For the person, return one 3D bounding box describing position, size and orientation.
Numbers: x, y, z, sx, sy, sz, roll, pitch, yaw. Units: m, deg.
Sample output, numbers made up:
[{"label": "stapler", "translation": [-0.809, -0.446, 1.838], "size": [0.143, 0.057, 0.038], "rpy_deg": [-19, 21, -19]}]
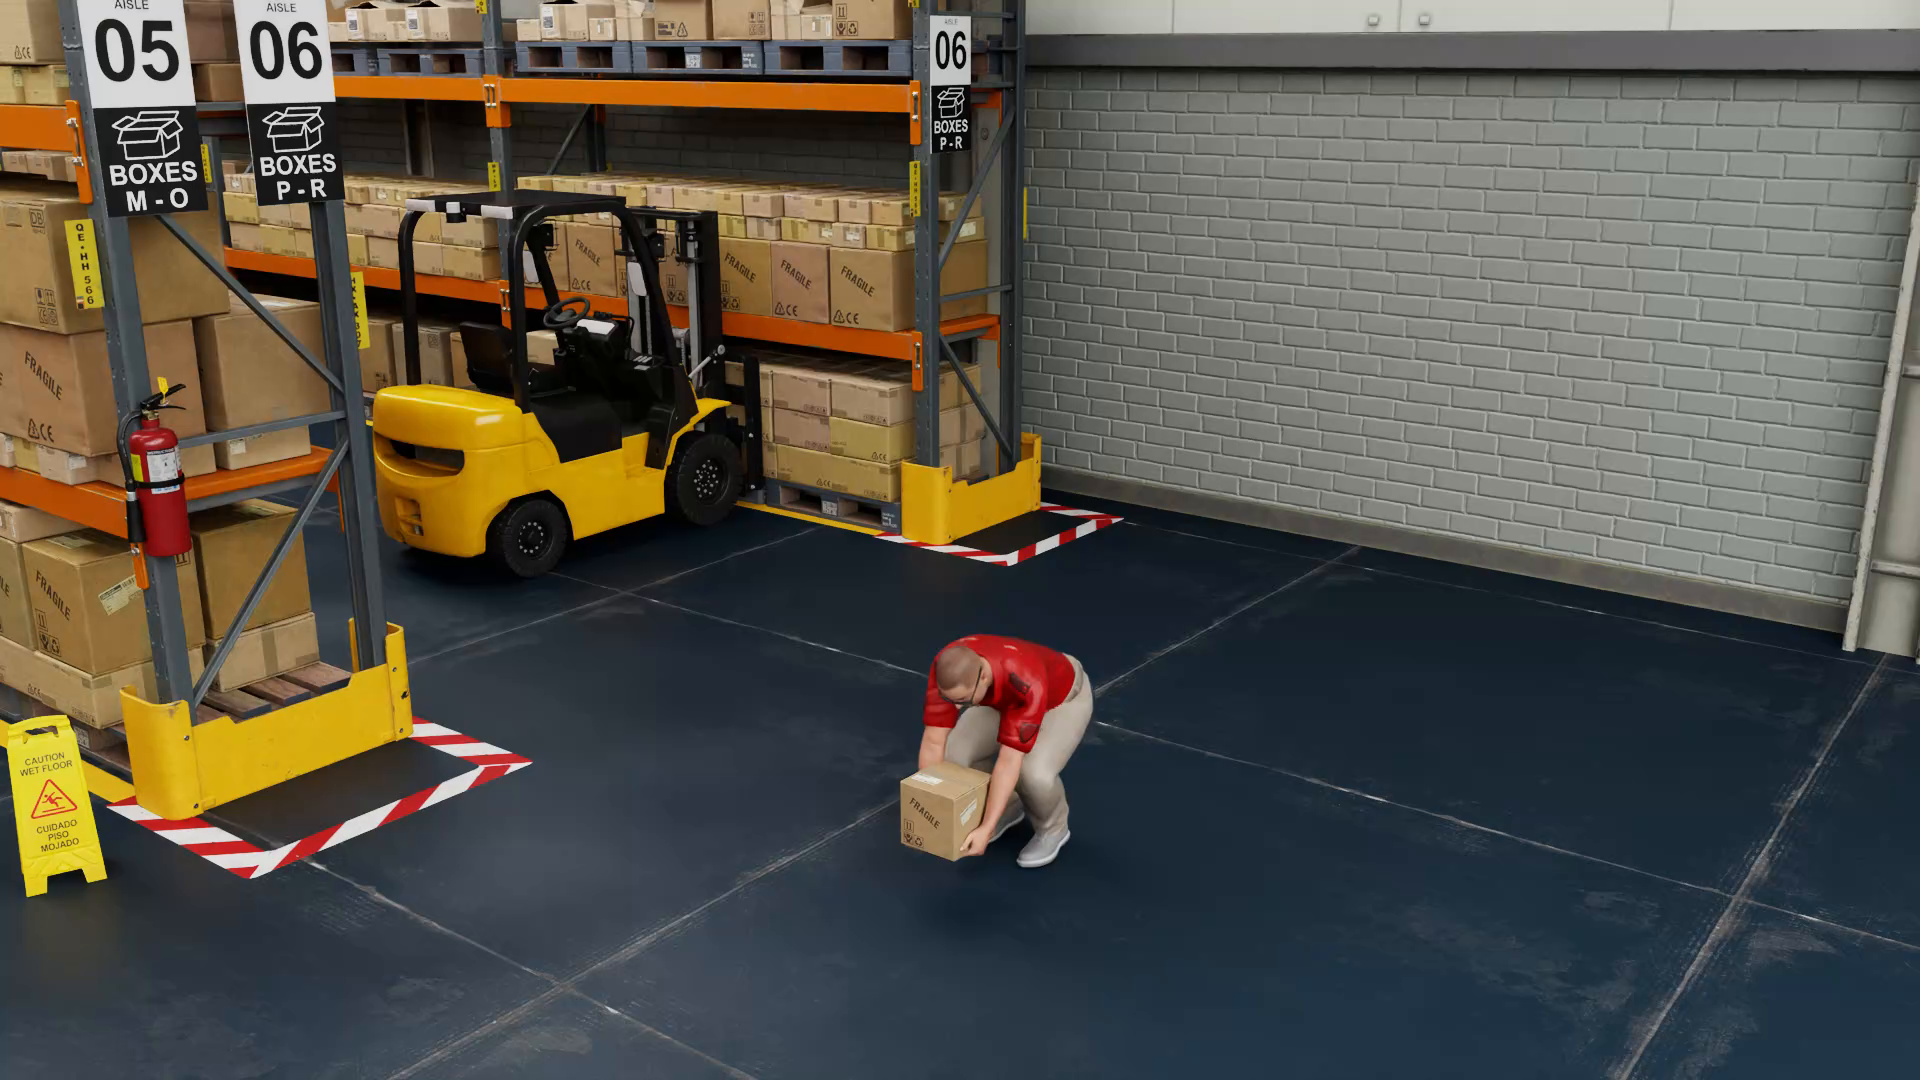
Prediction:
[{"label": "person", "translation": [0.155, 0.789, 6.324], "size": [0.524, 0.927, 0.867], "rpy_deg": [11, 20, 33]}]
